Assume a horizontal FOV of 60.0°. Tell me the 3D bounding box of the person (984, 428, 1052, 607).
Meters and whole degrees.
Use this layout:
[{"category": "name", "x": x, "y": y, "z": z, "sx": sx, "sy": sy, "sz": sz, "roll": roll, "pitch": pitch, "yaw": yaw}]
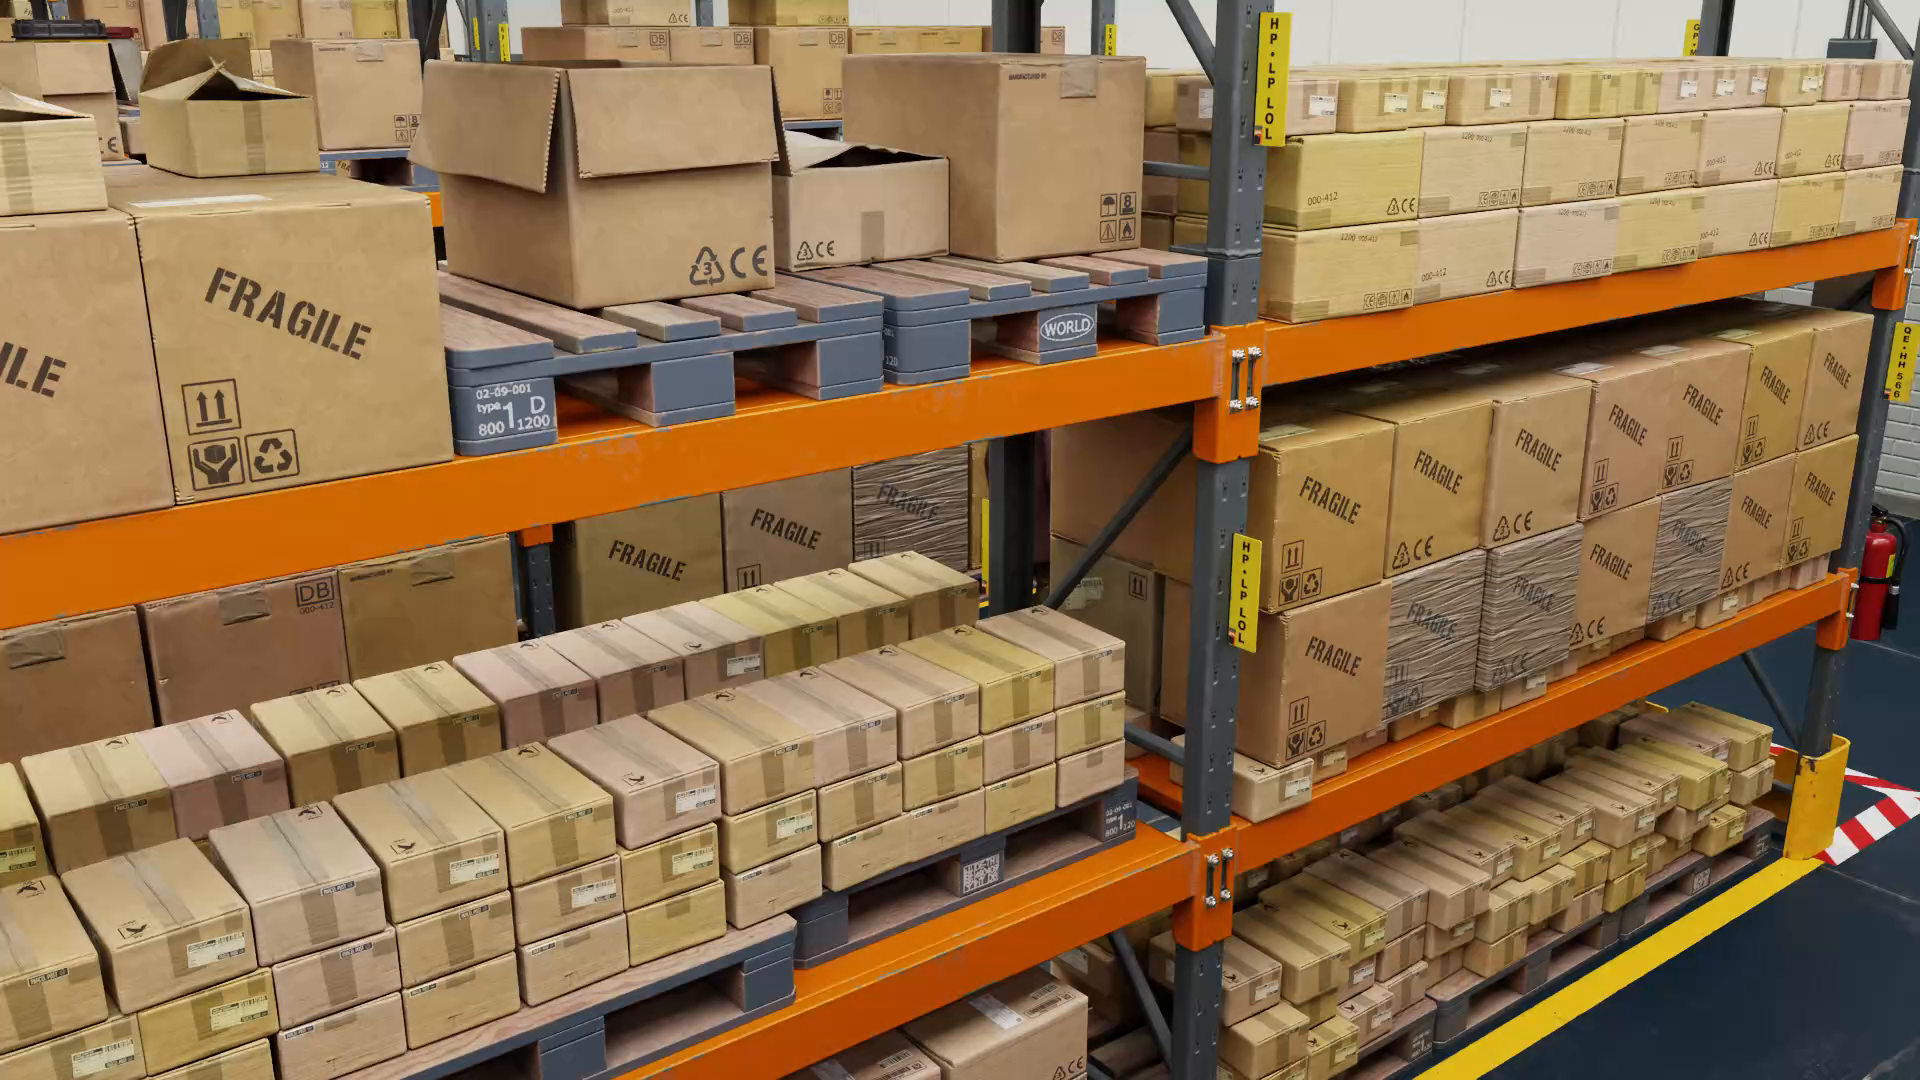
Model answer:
[{"category": "person", "x": 0.413, "y": -0.149, "z": 9.551, "sx": 0.433, "sy": 1.772, "sz": 0.648, "roll": -15, "pitch": 23, "yaw": -40}]
